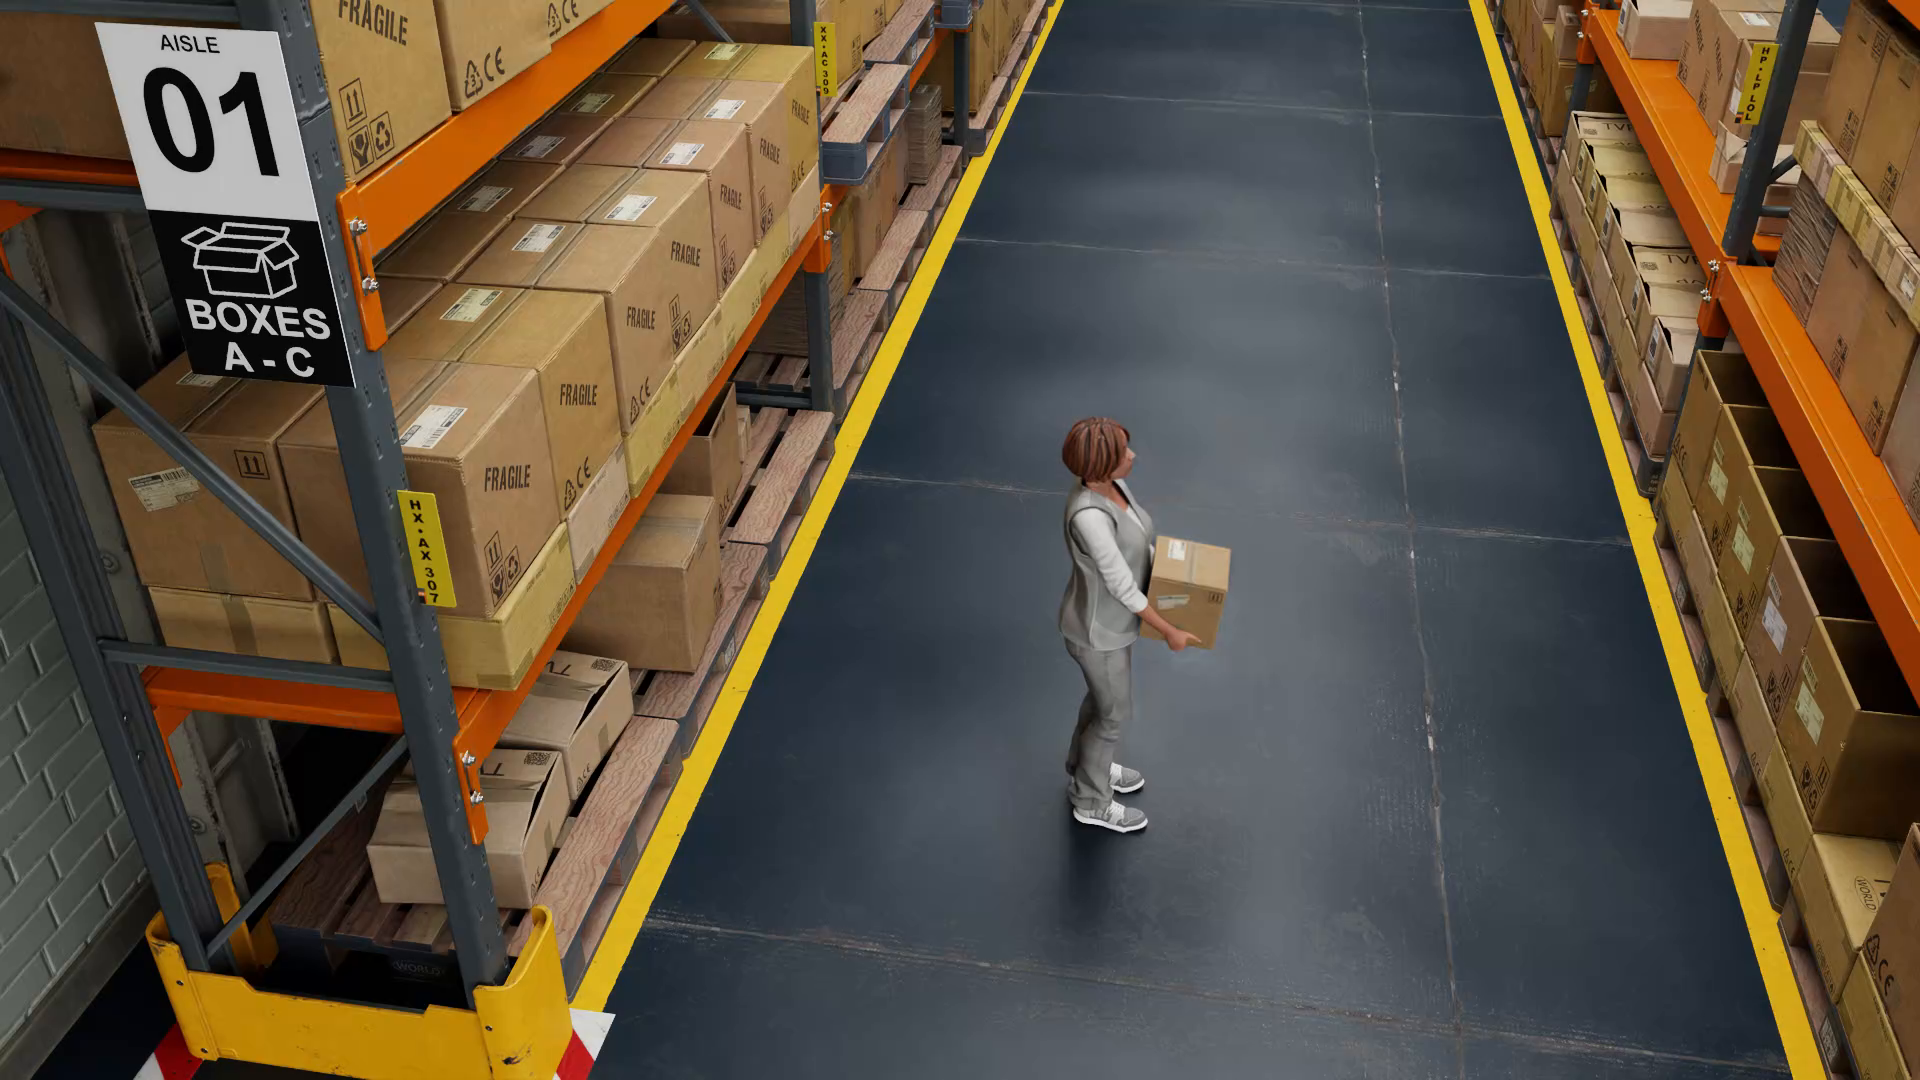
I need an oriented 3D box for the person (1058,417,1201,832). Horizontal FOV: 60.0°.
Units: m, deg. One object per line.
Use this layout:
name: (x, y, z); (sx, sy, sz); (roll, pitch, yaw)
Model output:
person: (0.577, 0.303, 5.686); (0.497, 1.586, 0.405); (6, 33, 9)
